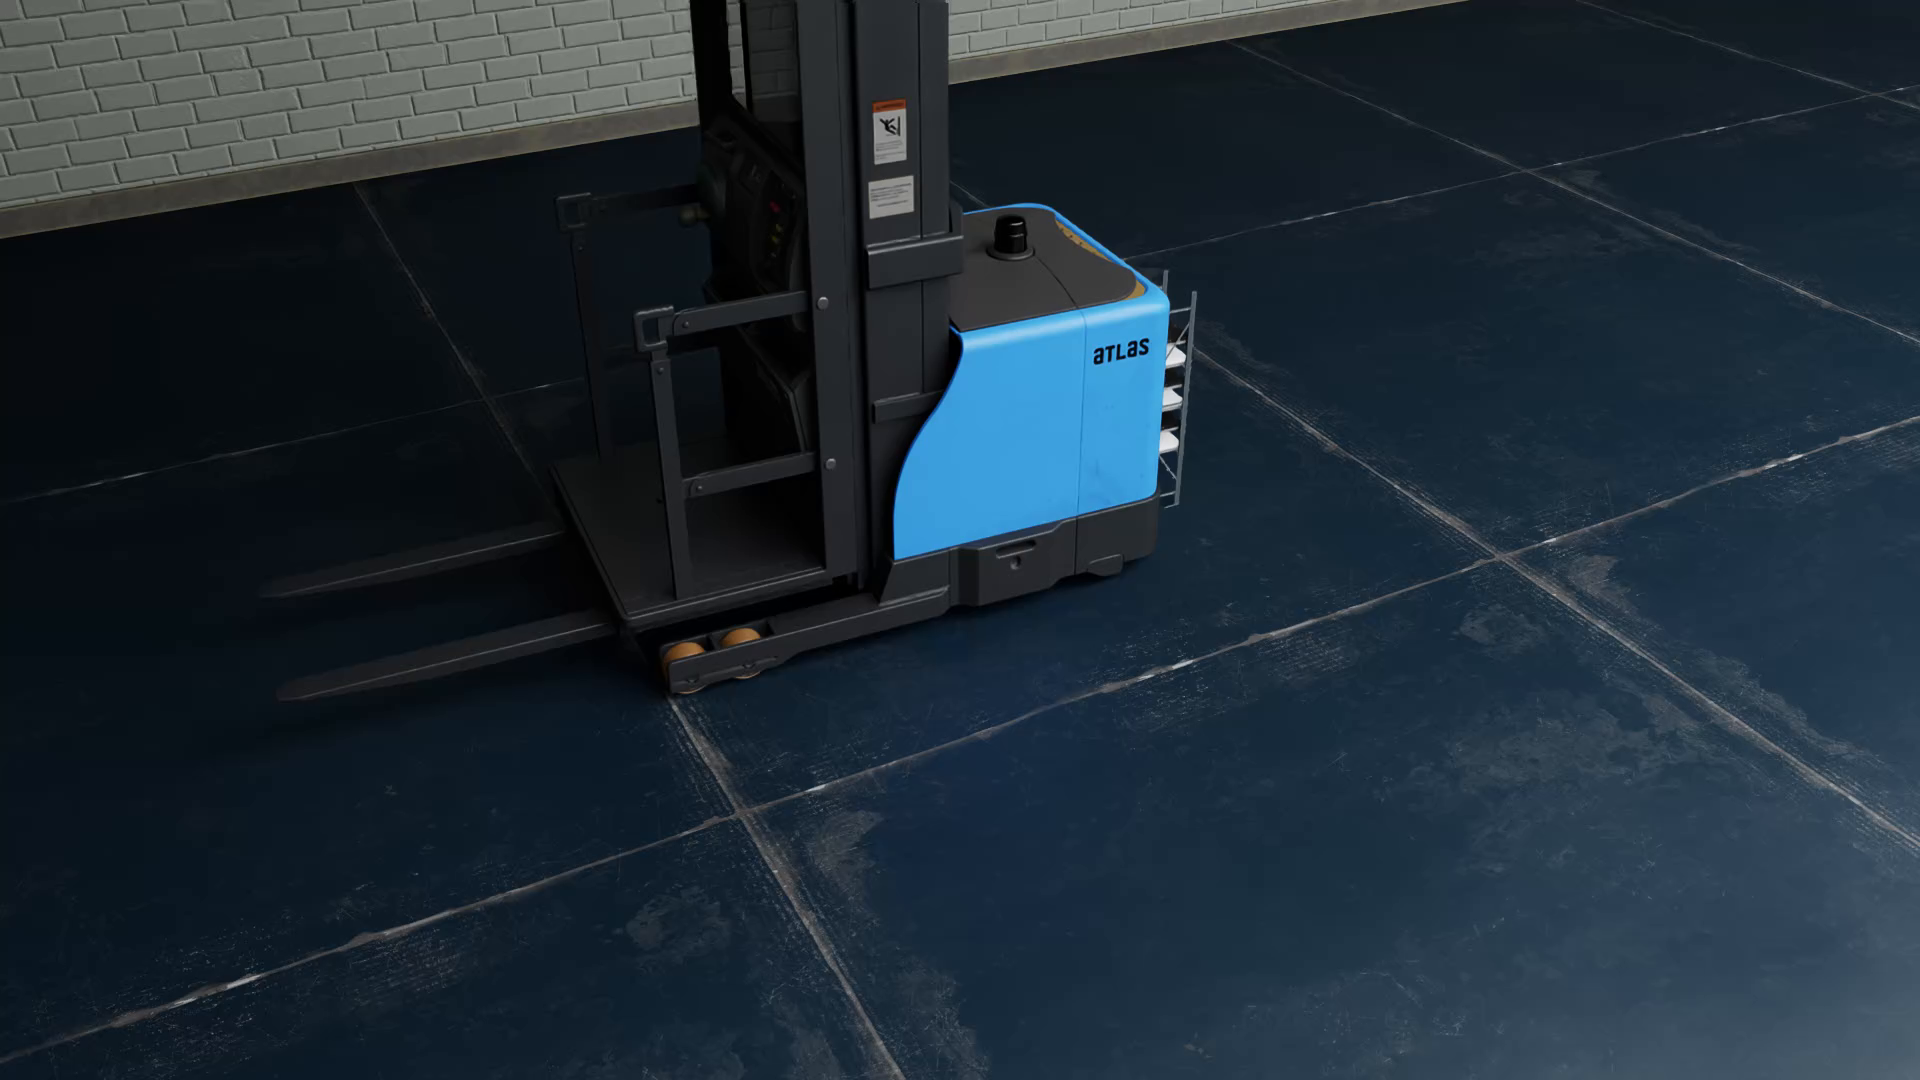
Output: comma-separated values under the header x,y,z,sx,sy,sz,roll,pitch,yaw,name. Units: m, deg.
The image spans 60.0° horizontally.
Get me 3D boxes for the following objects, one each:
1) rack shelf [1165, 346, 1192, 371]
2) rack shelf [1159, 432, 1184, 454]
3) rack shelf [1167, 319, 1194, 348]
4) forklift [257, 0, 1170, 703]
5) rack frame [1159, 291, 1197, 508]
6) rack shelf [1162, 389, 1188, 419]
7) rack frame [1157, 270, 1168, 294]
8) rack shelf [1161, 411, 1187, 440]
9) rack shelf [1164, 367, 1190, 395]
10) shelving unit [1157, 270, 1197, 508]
x,y,z,sx,sy,sz,roll,pitch,yaw,name
0.698,-0.663,6.178,0.258,0.077,0.200,-14,35,-20,rack shelf
0.697,-0.360,6.372,0.258,0.077,0.200,-14,35,-20,rack shelf
0.699,-0.739,6.130,0.258,0.077,0.200,-14,35,-20,rack shelf
-0.843,-1.054,5.178,3.031,2.935,1.130,-14,35,-20,forklift
0.740,-0.489,6.179,0.240,0.900,0.006,-14,35,-20,rack frame
0.698,-0.511,6.275,0.258,0.077,0.200,-14,35,-20,rack shelf
0.656,-0.589,6.335,0.240,0.900,0.006,-14,35,-20,rack frame
0.698,-0.436,6.323,0.258,0.077,0.200,-14,35,-20,rack shelf
0.698,-0.587,6.226,0.258,0.077,0.200,-14,35,-20,rack shelf
0.698,-0.539,6.257,0.258,0.900,0.210,-14,35,-20,shelving unit
